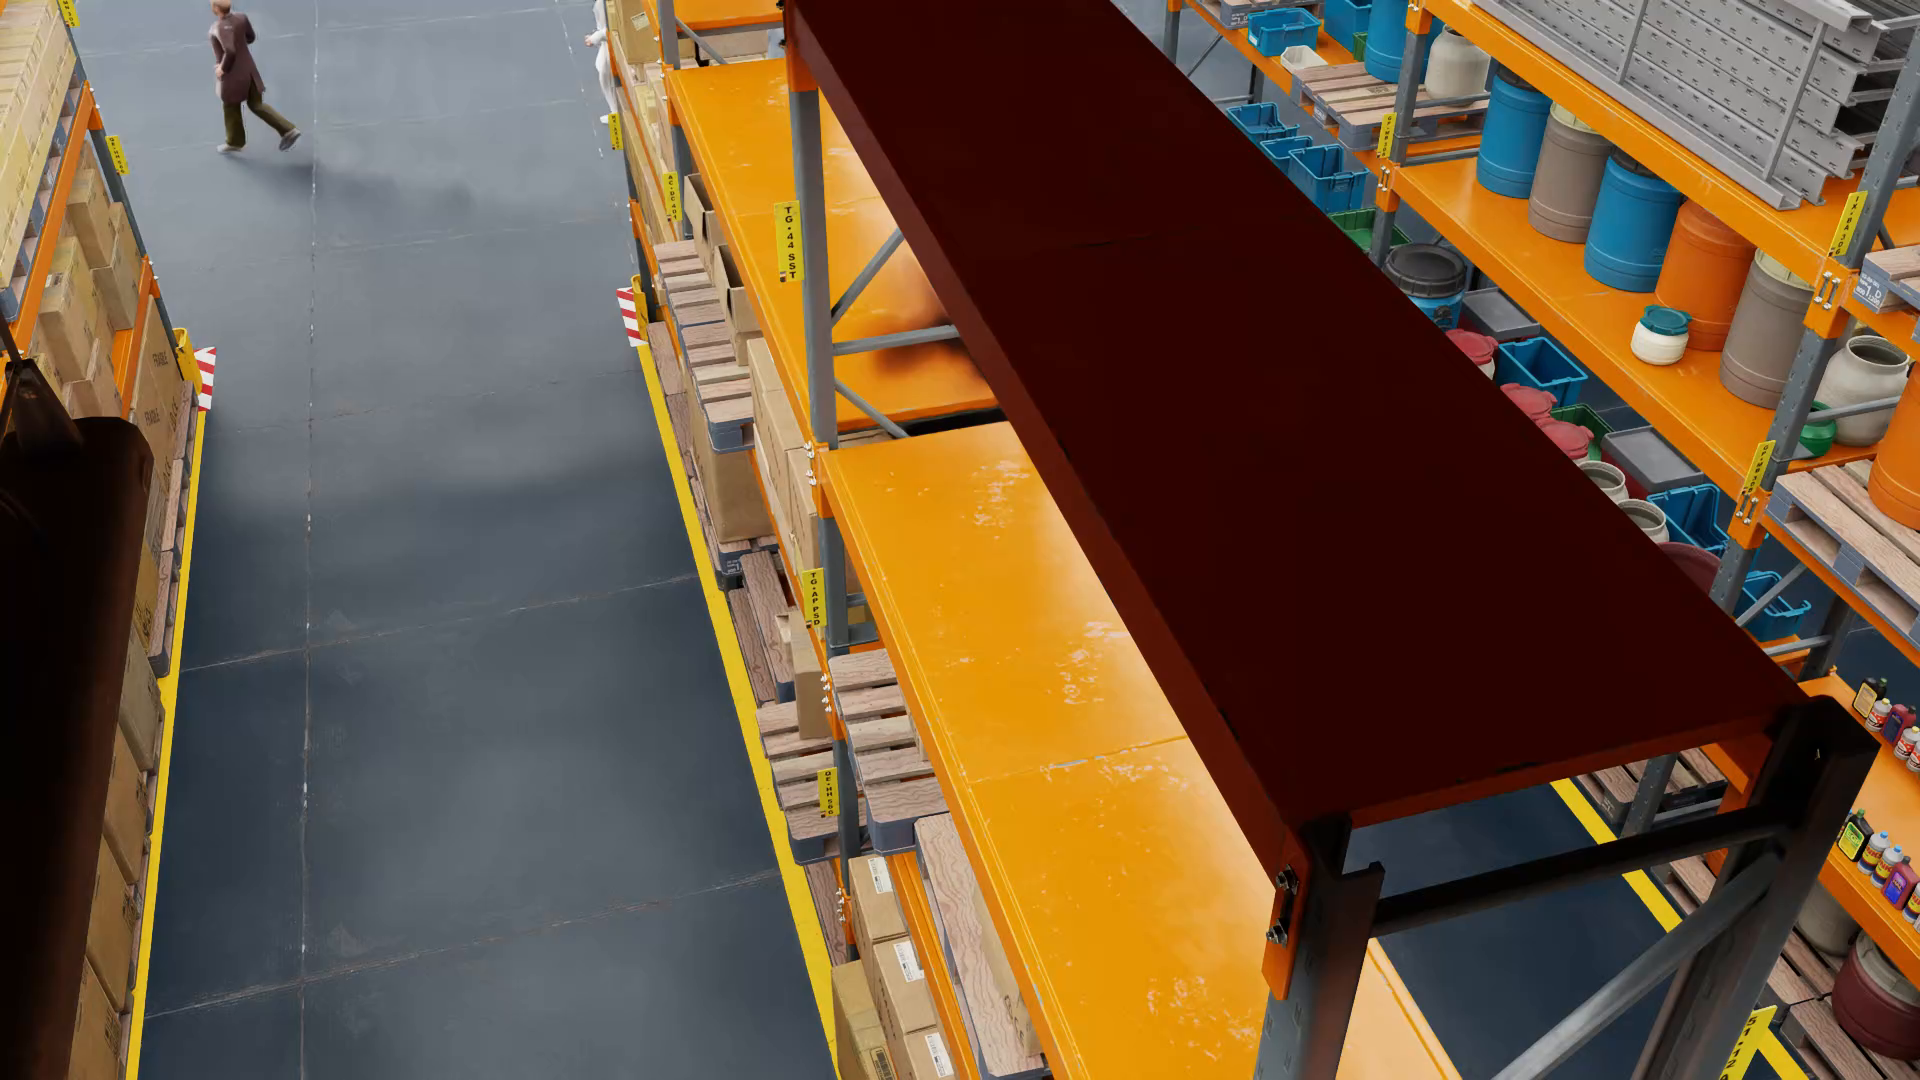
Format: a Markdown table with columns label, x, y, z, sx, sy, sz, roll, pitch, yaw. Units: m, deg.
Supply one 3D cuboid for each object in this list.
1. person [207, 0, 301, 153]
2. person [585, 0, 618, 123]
| label | x | y | z | sx | sy | sz | roll | pitch | yaw |
| --- | --- | --- | --- | --- | --- | --- | --- | --- | --- |
| person | -7.588 | -4.896 | 17.542 | 1.049 | 1.781 | 0.710 | 11 | 40 | 14 |
| person | -3.712 | -5.375 | 18.223 | 0.743 | 1.761 | 0.712 | 9 | 39 | 11 |
